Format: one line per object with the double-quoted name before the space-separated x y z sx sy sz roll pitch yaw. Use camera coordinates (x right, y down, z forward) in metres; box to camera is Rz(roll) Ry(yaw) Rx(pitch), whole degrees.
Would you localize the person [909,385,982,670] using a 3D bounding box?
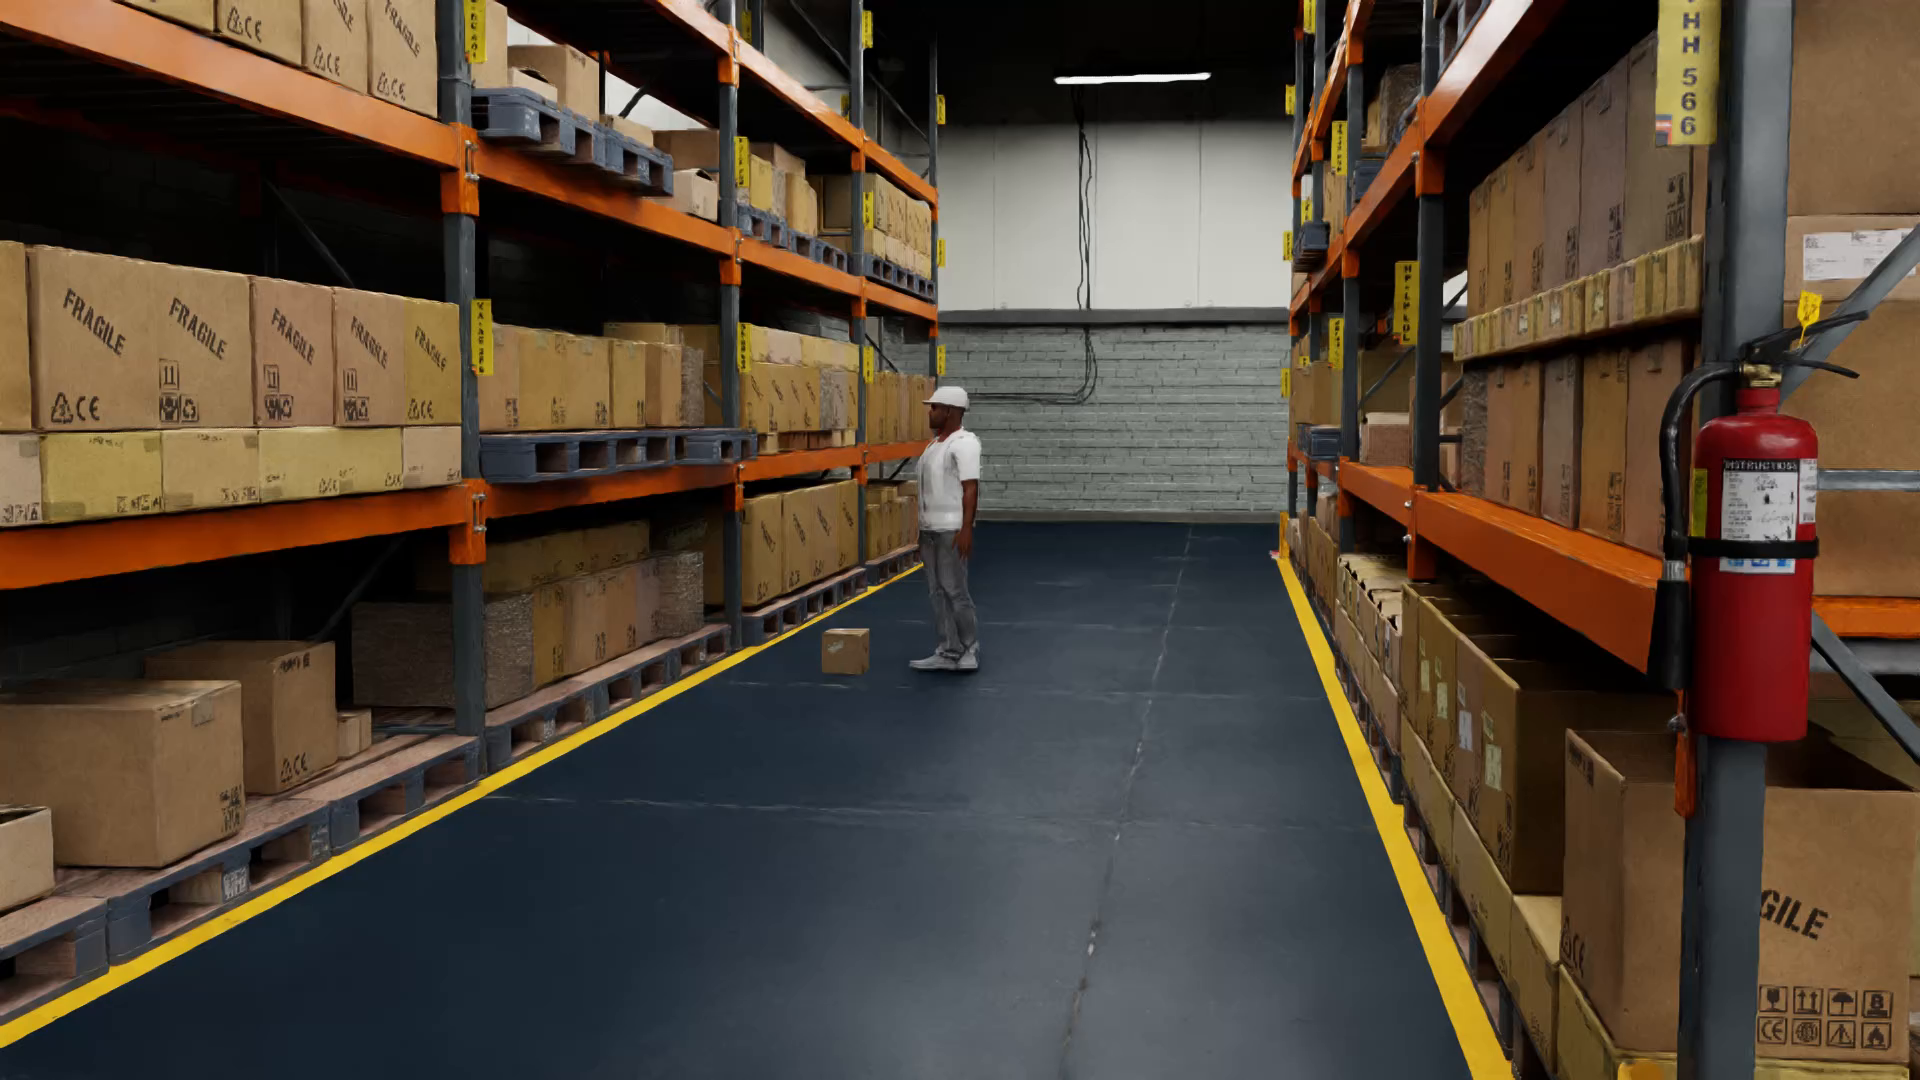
"person" -0.065 -0.071 10.287 0.431 1.765 0.610 -2 5 -26
